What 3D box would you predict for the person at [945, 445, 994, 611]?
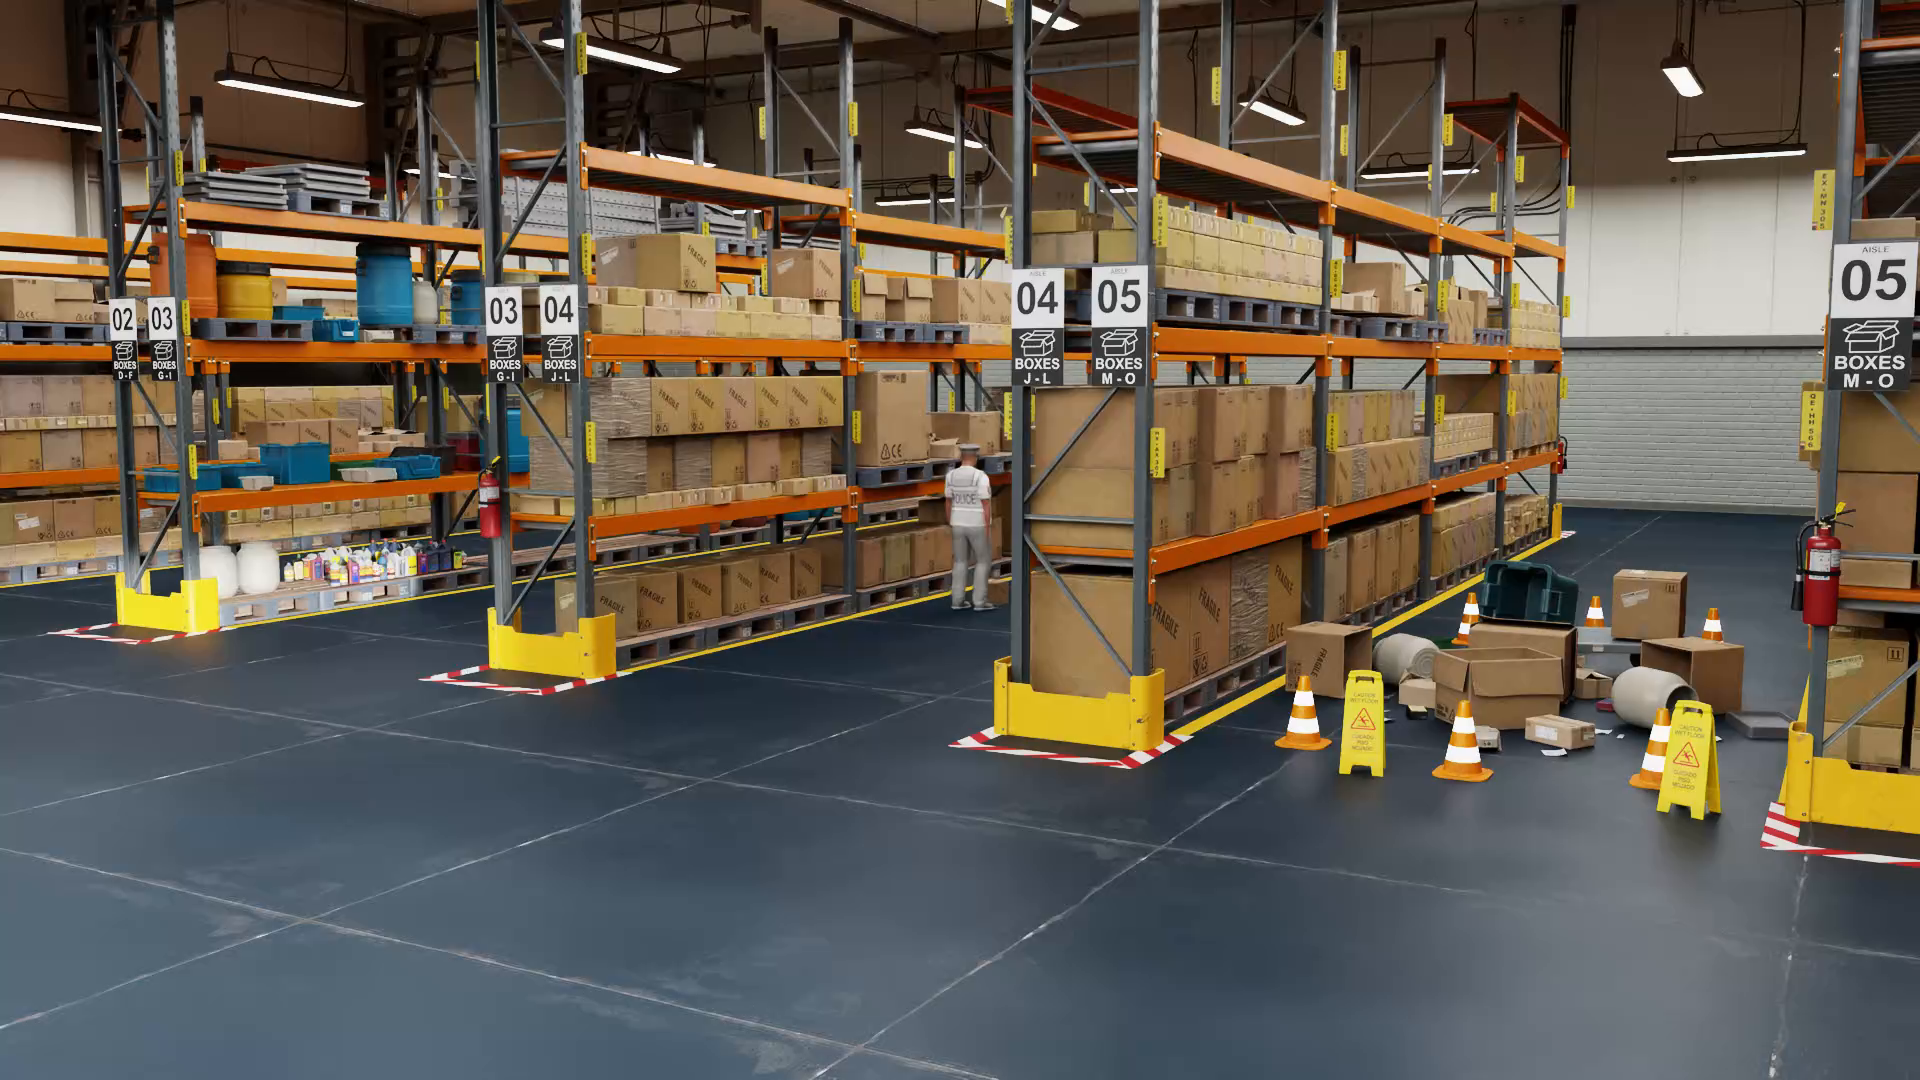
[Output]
[{"bbox_3d":[0.103,-0.130,17.439,0.530,1.739,0.374,3,7,30],"label":"person"}]
